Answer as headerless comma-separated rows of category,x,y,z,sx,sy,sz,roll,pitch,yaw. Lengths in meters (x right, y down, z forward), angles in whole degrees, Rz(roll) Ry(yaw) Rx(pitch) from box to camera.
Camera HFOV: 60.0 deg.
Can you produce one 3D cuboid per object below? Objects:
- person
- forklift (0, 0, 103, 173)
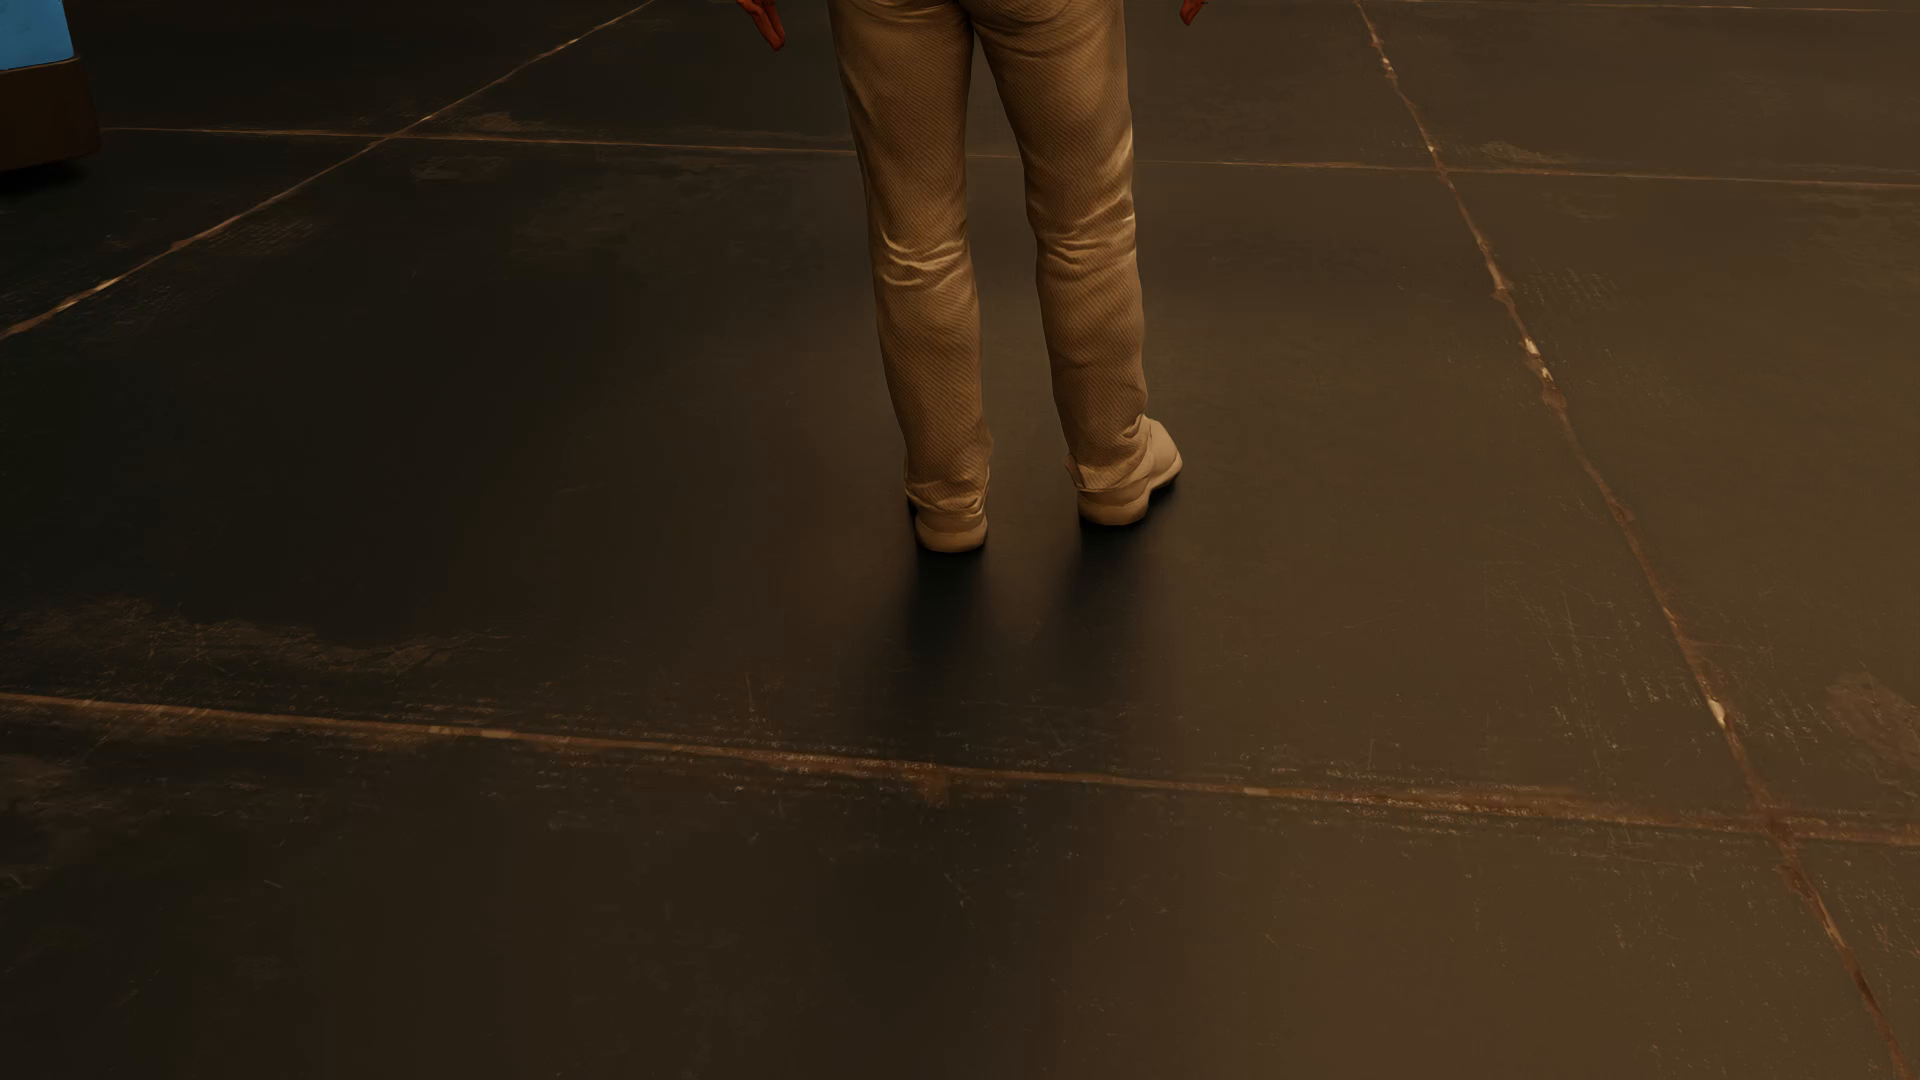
person,0.014,-0.825,2.166,0.666,1.761,0.575,3,27,7
forklift,-3.777,-2.488,4.204,3.031,2.935,1.130,18,31,31
